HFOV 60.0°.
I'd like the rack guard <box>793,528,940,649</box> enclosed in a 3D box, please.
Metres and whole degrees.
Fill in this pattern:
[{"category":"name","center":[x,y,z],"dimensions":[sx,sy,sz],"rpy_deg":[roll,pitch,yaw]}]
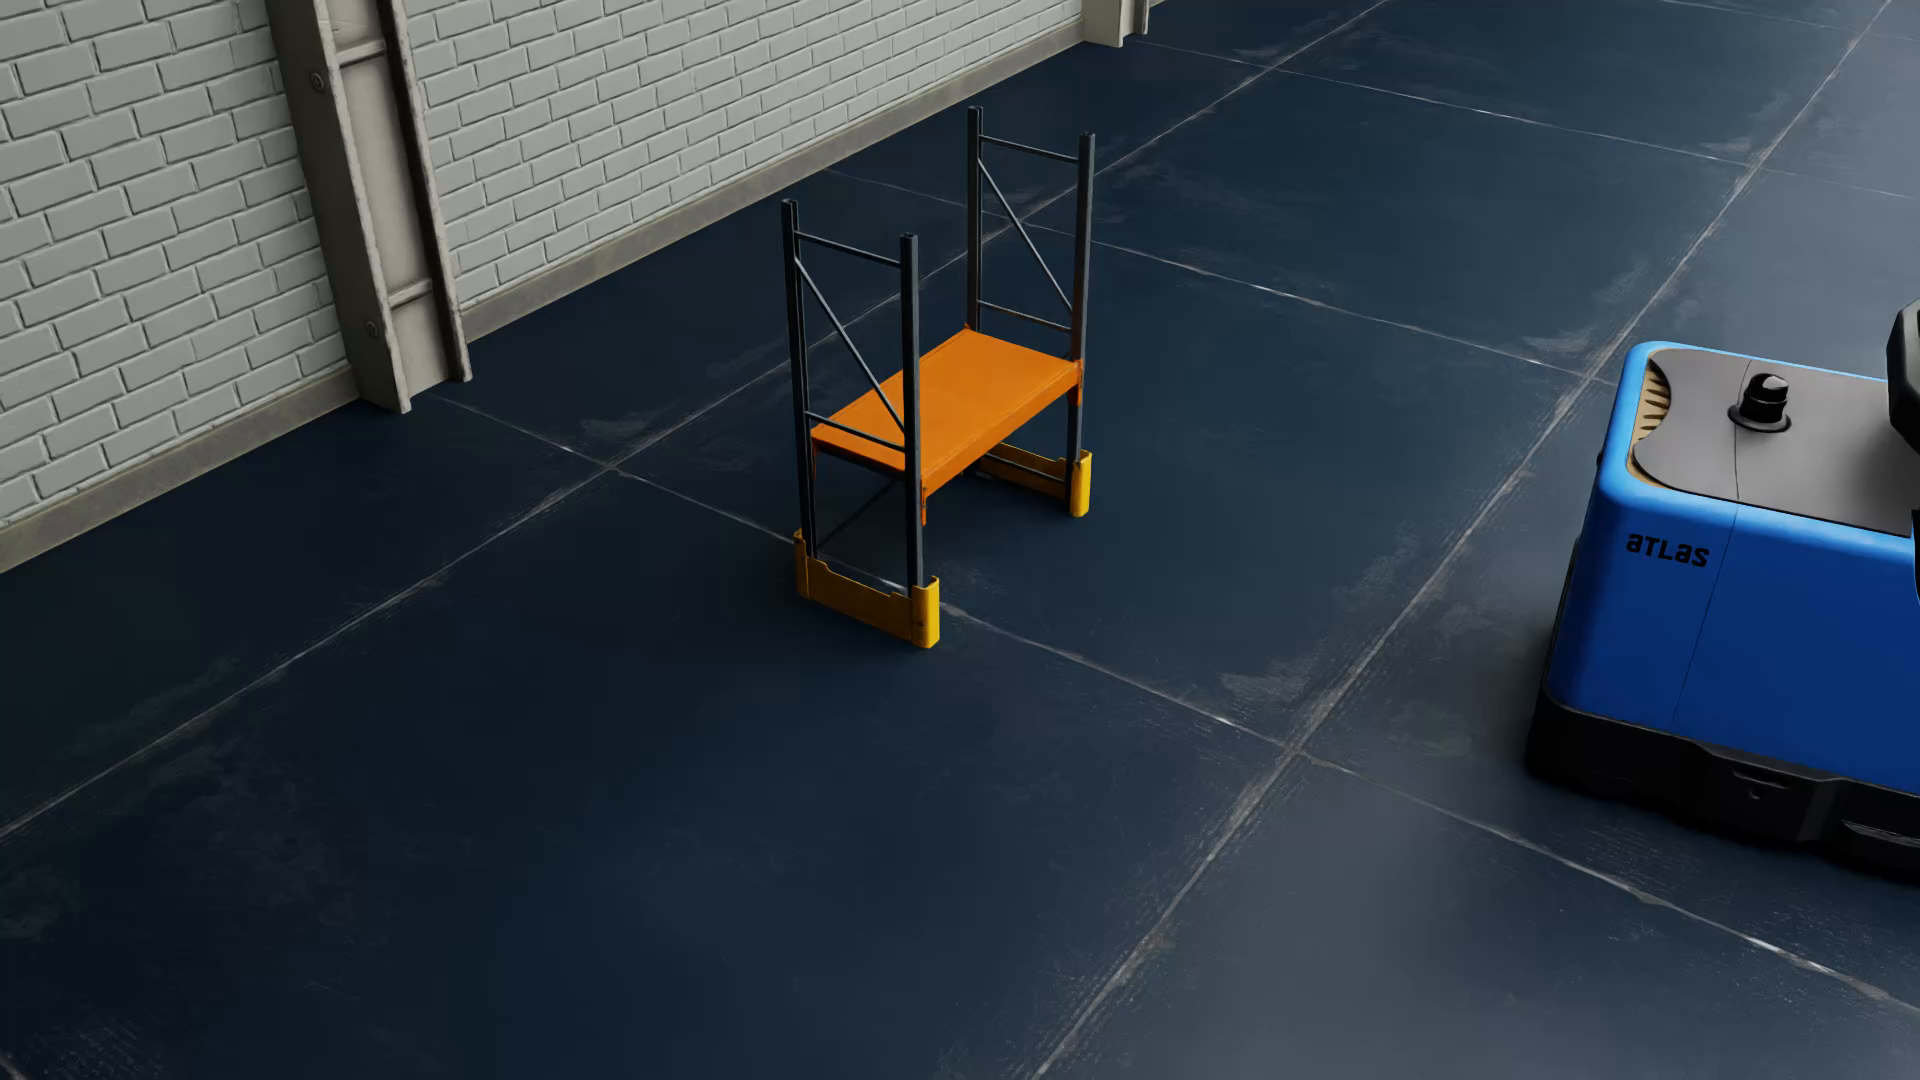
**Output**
[{"category":"rack guard","center":[-0.327,0.161,5.789],"dimensions":[0.587,0.250,0.087],"rpy_deg":[21,39,28]}]

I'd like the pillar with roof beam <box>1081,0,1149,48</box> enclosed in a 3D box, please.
[{"category":"pillar with roof beam","center":[4.584,-5.784,6.770],"dimensions":[9.100,9.000,0.400],"rpy_deg":[21,39,28]}]

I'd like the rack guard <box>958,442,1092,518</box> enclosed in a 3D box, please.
[{"category":"rack guard","center":[0.240,-0.298,6.467],"dimensions":[0.587,0.250,0.087],"rpy_deg":[21,39,28]}]

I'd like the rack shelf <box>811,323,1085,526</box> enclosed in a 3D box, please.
[{"category":"rack shelf","center":[-0.049,-0.433,5.873],"dimensions":[0.538,0.185,1.000],"rpy_deg":[21,39,28]}]

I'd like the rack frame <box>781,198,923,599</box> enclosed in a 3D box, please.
[{"category":"rack frame","center":[-0.338,-0.348,5.426],"dimensions":[0.500,1.500,0.032],"rpy_deg":[21,39,28]}]

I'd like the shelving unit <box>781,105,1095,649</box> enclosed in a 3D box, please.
[{"category":"shelving unit","center":[-0.043,-0.586,5.778],"dimensions":[0.587,1.500,1.083],"rpy_deg":[21,39,28]}]

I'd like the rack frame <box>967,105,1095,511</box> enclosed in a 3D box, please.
[{"category":"rack frame","center":[0.241,-0.816,6.118],"dimensions":[0.500,1.500,0.032],"rpy_deg":[21,39,28]}]

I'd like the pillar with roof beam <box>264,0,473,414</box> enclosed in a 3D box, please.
[{"category":"pillar with roof beam","center":[1.163,-3.023,2.687],"dimensions":[9.100,9.000,0.400],"rpy_deg":[21,39,28]}]

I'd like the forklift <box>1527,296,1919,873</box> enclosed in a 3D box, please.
[{"category":"forklift","center":[3.326,-0.399,4.223],"dimensions":[3.031,2.935,1.130],"rpy_deg":[14,36,19]}]
